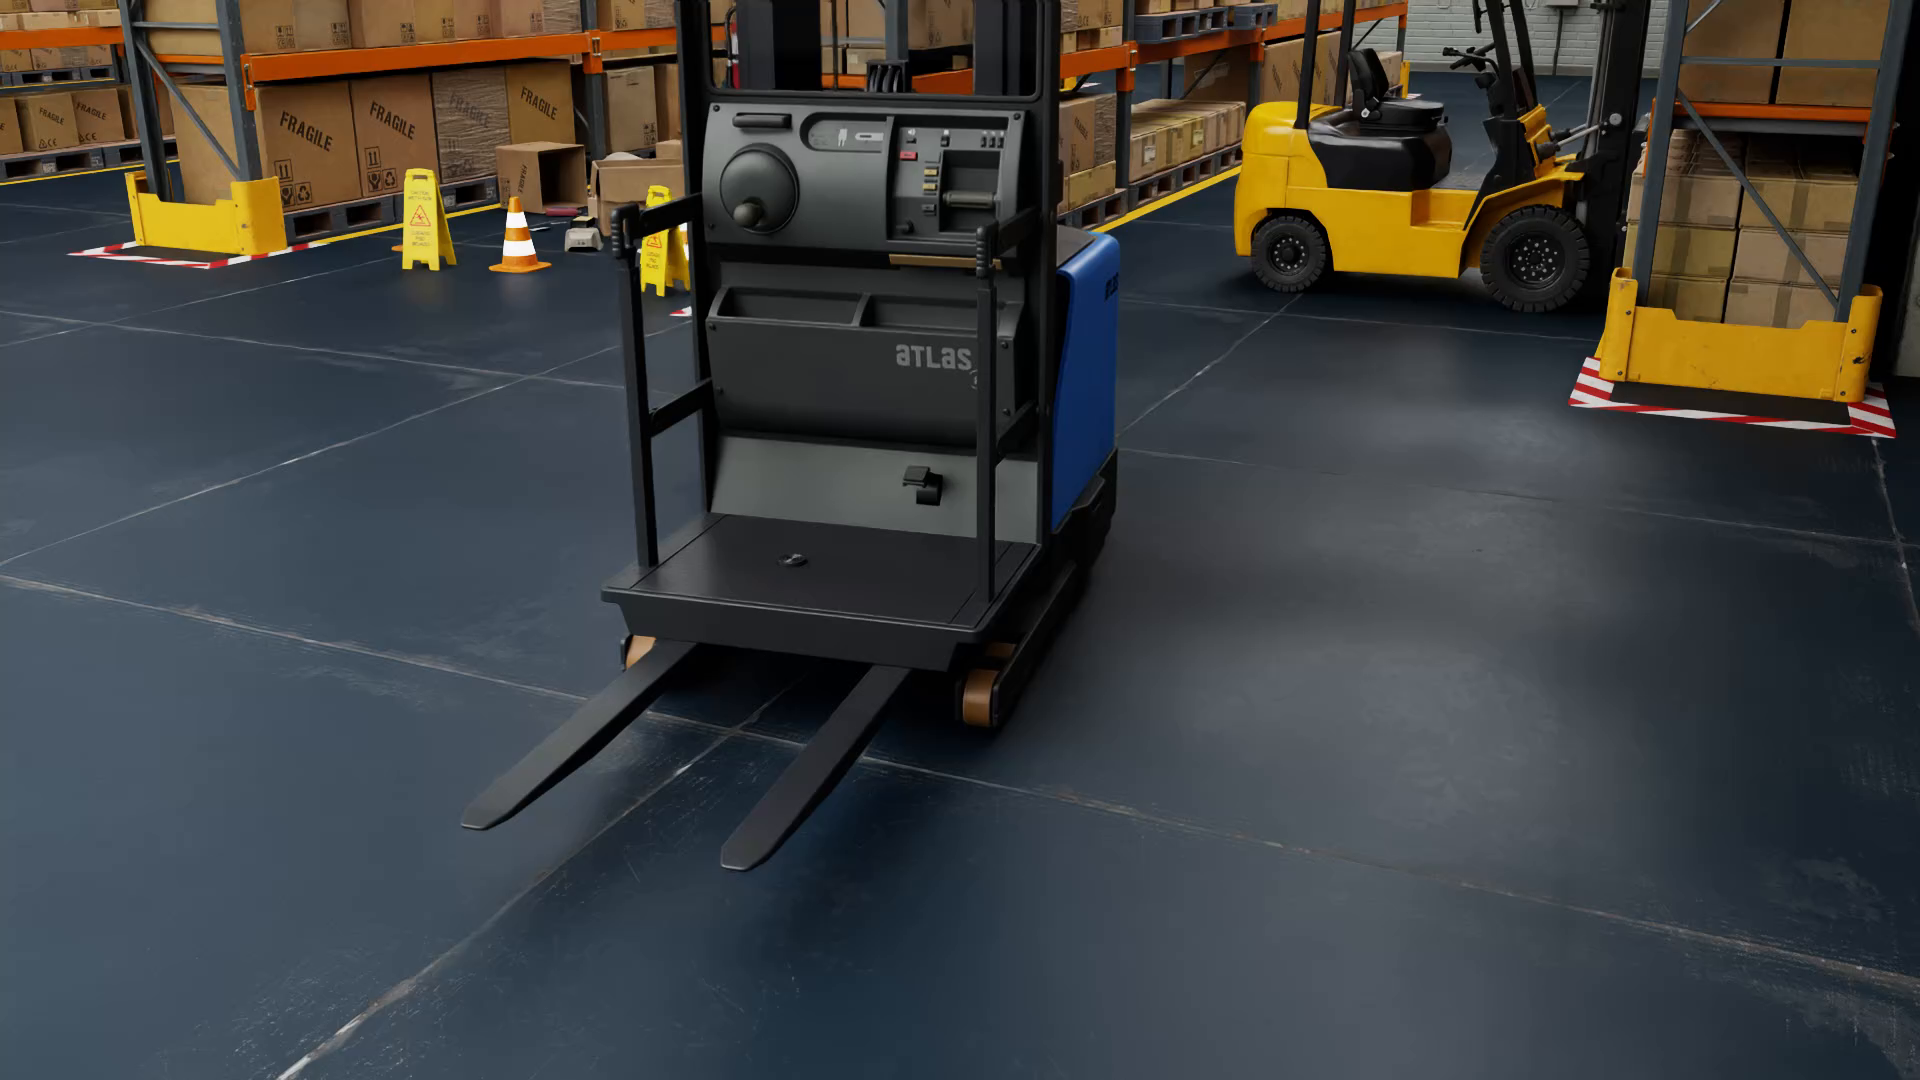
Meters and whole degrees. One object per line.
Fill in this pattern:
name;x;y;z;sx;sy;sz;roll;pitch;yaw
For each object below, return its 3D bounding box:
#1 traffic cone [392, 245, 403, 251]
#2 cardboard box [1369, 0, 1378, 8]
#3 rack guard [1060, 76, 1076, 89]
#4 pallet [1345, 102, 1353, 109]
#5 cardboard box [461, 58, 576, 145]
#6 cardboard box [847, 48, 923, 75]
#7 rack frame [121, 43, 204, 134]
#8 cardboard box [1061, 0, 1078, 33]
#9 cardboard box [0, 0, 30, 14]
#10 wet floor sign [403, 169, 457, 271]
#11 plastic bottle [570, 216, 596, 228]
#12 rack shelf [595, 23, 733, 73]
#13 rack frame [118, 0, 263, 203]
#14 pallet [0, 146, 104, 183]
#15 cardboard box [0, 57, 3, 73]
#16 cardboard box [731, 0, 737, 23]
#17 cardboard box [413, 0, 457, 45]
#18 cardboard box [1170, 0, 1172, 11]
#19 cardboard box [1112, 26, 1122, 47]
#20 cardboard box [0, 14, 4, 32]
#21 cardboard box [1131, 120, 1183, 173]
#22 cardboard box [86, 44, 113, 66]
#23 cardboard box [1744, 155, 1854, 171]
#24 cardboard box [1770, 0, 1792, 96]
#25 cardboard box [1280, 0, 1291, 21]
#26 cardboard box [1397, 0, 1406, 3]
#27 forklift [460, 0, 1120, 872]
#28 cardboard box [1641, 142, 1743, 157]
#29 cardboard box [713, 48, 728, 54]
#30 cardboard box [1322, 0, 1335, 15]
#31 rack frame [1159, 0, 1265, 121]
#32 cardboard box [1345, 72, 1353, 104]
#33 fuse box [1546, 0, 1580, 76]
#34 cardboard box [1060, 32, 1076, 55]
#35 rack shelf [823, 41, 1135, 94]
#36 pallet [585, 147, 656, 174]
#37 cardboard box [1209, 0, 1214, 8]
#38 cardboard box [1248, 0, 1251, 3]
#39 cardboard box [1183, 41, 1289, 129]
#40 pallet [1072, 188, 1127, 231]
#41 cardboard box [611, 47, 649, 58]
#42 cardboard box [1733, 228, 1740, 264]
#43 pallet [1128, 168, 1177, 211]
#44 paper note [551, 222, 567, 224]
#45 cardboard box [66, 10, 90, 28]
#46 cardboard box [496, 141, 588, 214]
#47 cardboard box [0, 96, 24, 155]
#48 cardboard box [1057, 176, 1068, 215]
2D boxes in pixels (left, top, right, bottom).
traffic cone;-3.815;-2.287;11.710;0.336;0.463;0.334;9;21;23
cardboard box;4.994;-6.994;21.009;0.500;0.500;0.500;9;21;23
rack guard;1.193;-7.205;25.483;1.175;0.500;0.348;9;21;23
pallet;4.526;-5.443;20.959;1.003;0.211;1.213;9;21;23
cardboard box;-4.011;-3.752;14.586;0.875;0.875;0.875;9;21;24
cardboard box;-0.443;-2.824;9.807;0.380;0.149;0.250;9;21;23
rack frame;-8.174;-5.449;16.815;1.000;3.000;0.127;9;21;23
cardboard box;0.499;-3.789;11.554;0.500;0.500;0.500;9;22;24
cardboard box;-9.006;-5.046;15.087;0.875;0.500;0.500;9;21;23
wet floor sign;-3.533;-2.125;10.982;0.267;0.644;0.232;5;20;13
plastic bottle;-2.879;-2.436;12.727;0.133;0.061;0.283;1;20;4
rack shelf;-2.871;-5.010;16.654;1.077;0.370;4.000;9;21;23
rack frame;-5.328;-3.515;11.376;1.000;3.000;0.127;9;21;23
pallet;-8.915;-3.551;15.639;1.003;0.211;1.213;9;21;23
cardboard box;-14.915;-7.323;25.157;0.500;0.500;0.500;8;21;21
cardboard box;-2.402;-5.528;16.887;0.500;0.500;0.500;8;21;22
cardboard box;-4.489;-4.198;13.073;0.875;0.550;0.500;9;21;23
cardboard box;1.538;-4.467;13.801;0.380;0.149;0.250;10;22;26
cardboard box;1.014;-3.831;12.640;0.380;0.149;0.250;8;21;22
cardboard box;-8.775;-4.608;14.824;0.380;0.149;0.250;9;21;23
cardboard box;1.371;-3.430;14.432;0.950;0.372;0.625;10;22;26
cardboard box;-14.085;-7.945;26.905;0.500;0.500;0.500;9;21;23
cardboard box;4.330;-1.834;8.635;0.500;0.250;0.500;9;21;23
cardboard box;4.409;-2.510;8.399;0.500;0.500;0.500;9;22;24
cardboard box;3.129;-5.516;17.226;0.500;0.250;0.500;8;21;21
cardboard box;5.825;-7.621;22.773;0.500;0.500;0.500;9;21;23
forklift;-0.334;-1.013;4.444;1.130;2.935;3.031;6;20;15
cardboard box;4.065;-2.056;9.259;0.500;0.250;0.500;9;21;23
cardboard box;-2.383;-4.925;18.070;1.050;0.750;0.750;8;21;22
cardboard box;3.980;-6.137;18.973;0.500;0.250;0.500;8;21;22
rack frame;2.505;-5.312;16.430;1.000;3.000;0.127;9;21;23
cardboard box;4.498;-5.703;20.725;0.875;0.438;0.875;8;21;22
fuse box;9.926;-8.545;27.442;0.539;1.711;0.414;9;21;23
cardboard box;0.601;-3.520;11.765;0.380;0.149;0.250;8;21;22
rack shelf;0.048;-3.139;11.393;1.077;0.370;4.000;9;21;23
pallet;-3.443;-3.670;15.974;1.003;0.211;1.213;9;21;23
cardboard box;2.024;-4.775;14.666;0.380;0.149;0.250;8;21;21
cardboard box;2.542;-5.167;15.770;0.380;0.149;0.250;9;21;24
cardboard box;2.864;-4.709;17.277;0.875;0.875;0.875;8;21;22
pallet;0.625;-2.566;12.868;1.003;0.211;1.213;9;21;23
cardboard box;-5.142;-6.893;23.419;1.225;0.875;0.875;9;21;23
cardboard box;4.337;-1.595;8.707;0.500;0.250;0.500;8;21;22
pallet;1.185;-3.014;14.128;1.003;0.211;1.213;9;21;23
paper note;-3.096;-2.447;12.834;0.123;0.001;0.032;-14;24;-33
cardboard box;-8.485;-4.931;15.734;0.380;0.149;0.250;9;21;23
cardboard box;-3.389;-2.946;13.502;0.500;0.500;0.500;13;23;32
cardboard box;-9.053;-3.811;15.313;0.500;0.500;0.500;11;22;28
cardboard box;0.449;-2.455;11.873;0.500;0.250;0.500;9;21;24
